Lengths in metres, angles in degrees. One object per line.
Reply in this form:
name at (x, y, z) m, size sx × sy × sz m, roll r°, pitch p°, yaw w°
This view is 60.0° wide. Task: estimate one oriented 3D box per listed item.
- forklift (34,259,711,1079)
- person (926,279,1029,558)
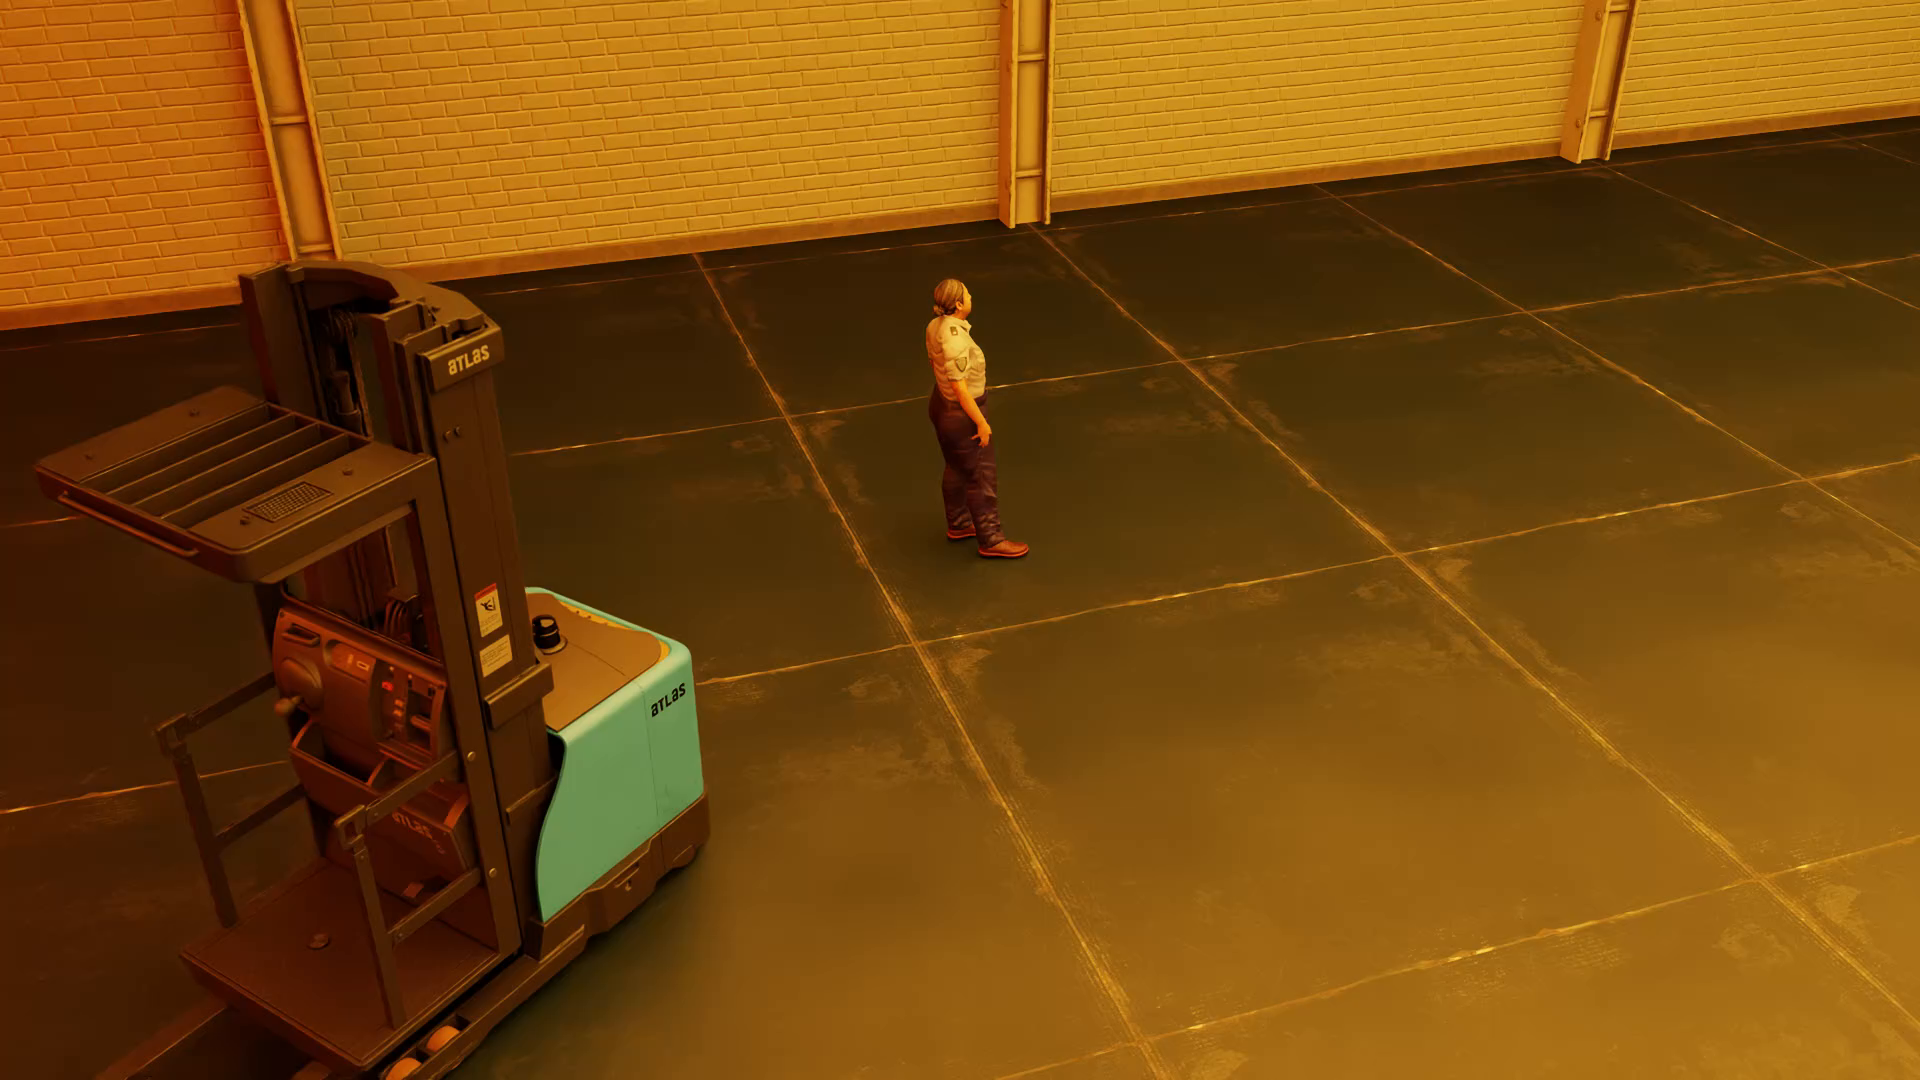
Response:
forklift at (-2.357, 0.597, 6.049) m, size 1.130 × 2.935 × 3.031 m, roll 18°, pitch 34°, yaw 28°
person at (0.093, -0.723, 9.617) m, size 0.502 × 1.651 × 0.598 m, roll -10°, pitch 31°, yaw -16°
